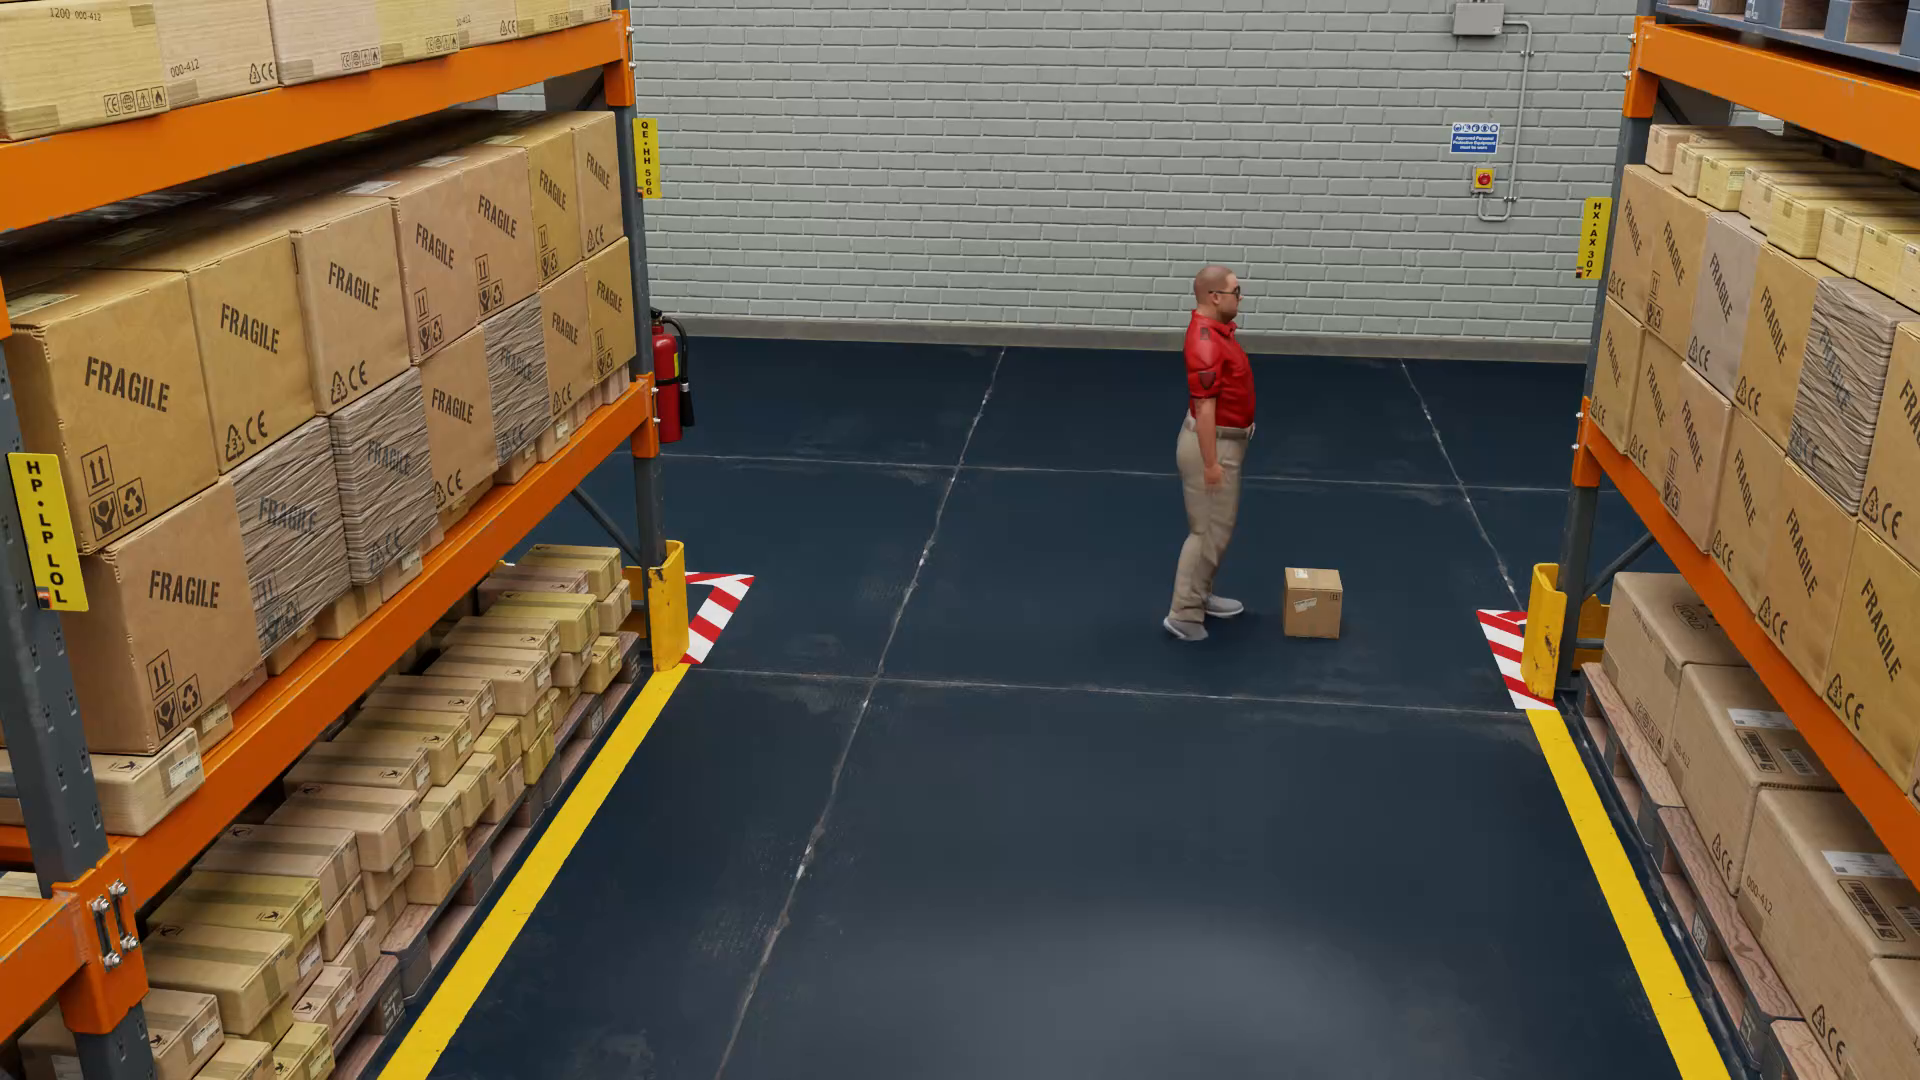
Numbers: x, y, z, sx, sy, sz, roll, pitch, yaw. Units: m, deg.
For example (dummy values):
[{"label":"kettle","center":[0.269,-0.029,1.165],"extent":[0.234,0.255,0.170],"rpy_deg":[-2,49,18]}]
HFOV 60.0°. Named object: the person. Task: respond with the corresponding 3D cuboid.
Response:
[{"label":"person","center":[1.172,-0.377,7.709],"extent":[0.381,1.799,0.528],"rpy_deg":[3,21,8]}]
